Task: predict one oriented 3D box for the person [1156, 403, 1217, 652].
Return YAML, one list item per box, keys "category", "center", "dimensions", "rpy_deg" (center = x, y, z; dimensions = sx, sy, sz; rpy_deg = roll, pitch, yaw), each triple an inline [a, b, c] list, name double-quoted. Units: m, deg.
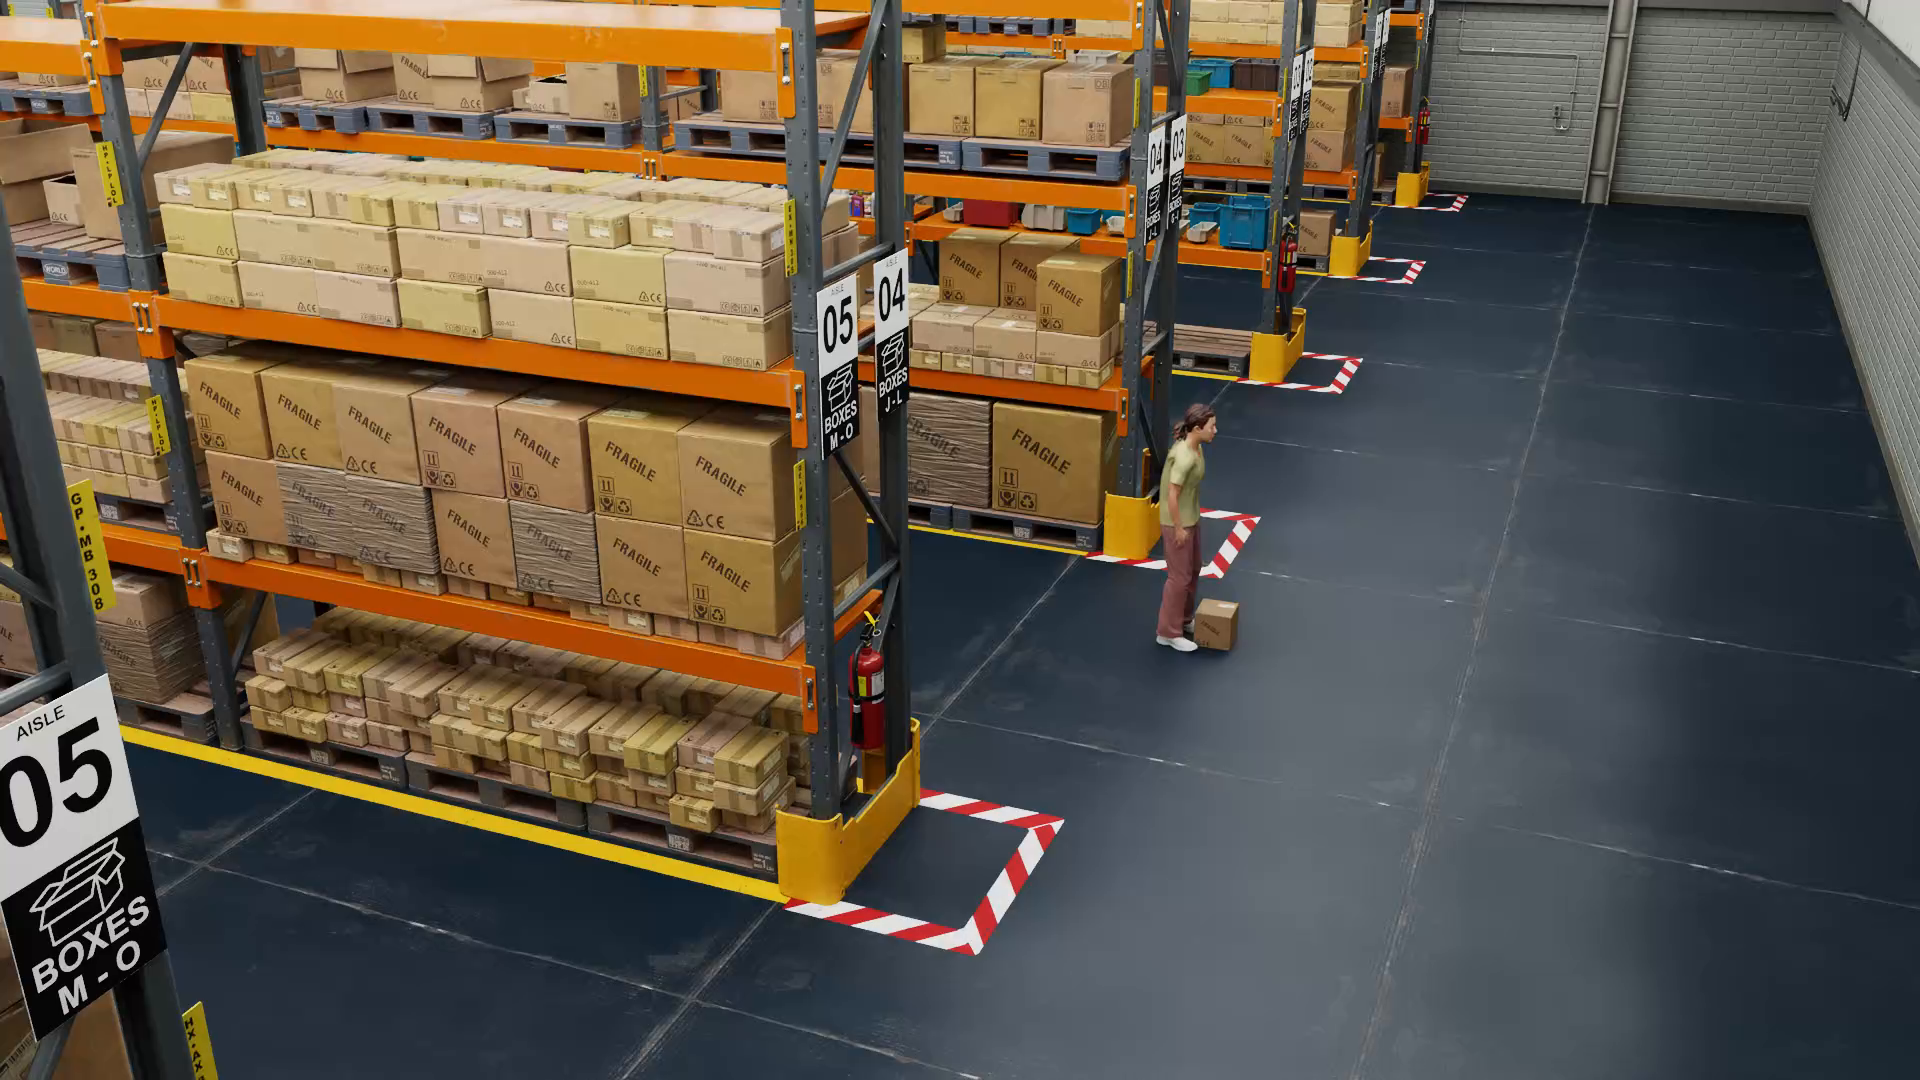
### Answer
- category: "person"
  center: [1.521, -0.113, 11.189]
  dimensions: [0.364, 1.671, 0.520]
  rpy_deg: [7, 23, 17]
